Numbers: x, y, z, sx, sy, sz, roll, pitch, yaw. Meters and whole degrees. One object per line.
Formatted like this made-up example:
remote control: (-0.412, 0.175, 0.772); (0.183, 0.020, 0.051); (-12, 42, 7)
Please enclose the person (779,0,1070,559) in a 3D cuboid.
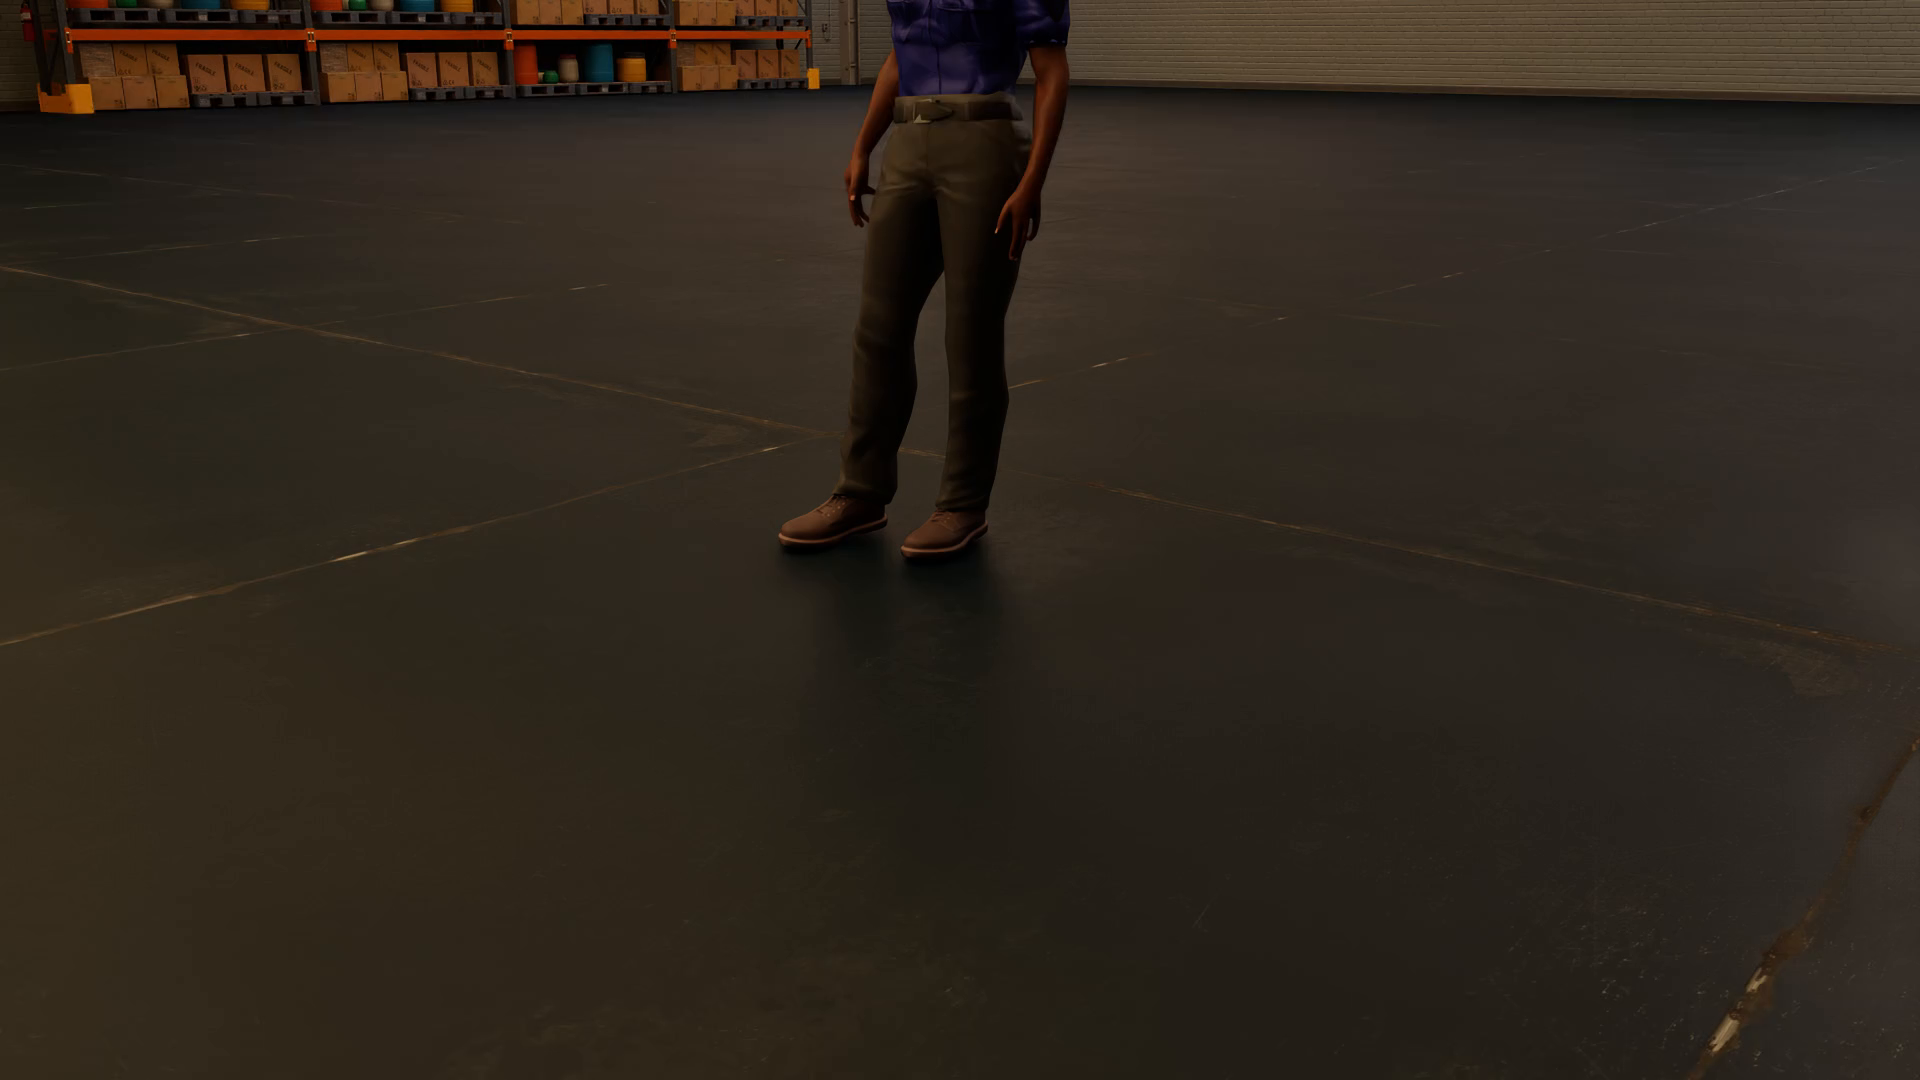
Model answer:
person: (-0.071, -0.782, 3.647); (0.569, 1.654, 0.504); (13, 21, 37)
